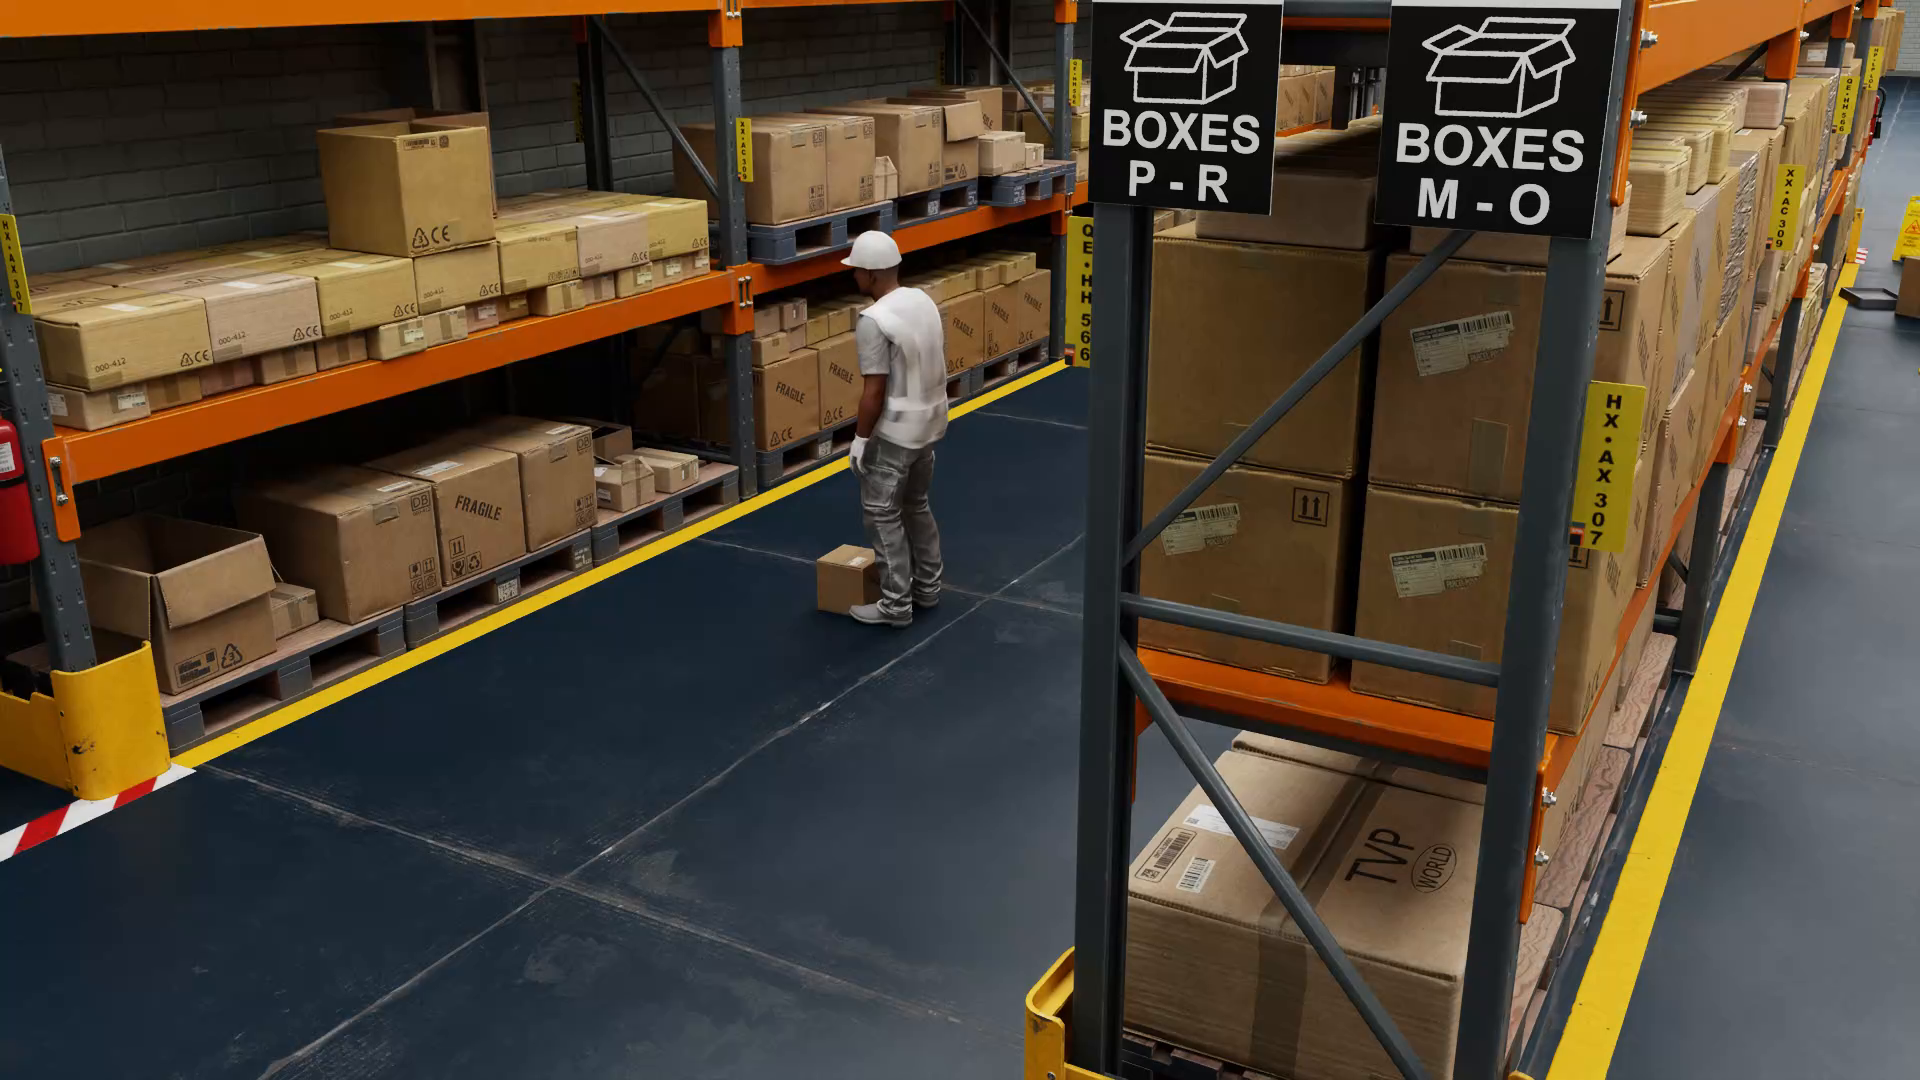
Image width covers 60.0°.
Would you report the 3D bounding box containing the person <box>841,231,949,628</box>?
[{"bbox_3d":[-0.297,-0.492,7.462,0.454,1.774,0.624,10,22,27],"label":"person"}]
